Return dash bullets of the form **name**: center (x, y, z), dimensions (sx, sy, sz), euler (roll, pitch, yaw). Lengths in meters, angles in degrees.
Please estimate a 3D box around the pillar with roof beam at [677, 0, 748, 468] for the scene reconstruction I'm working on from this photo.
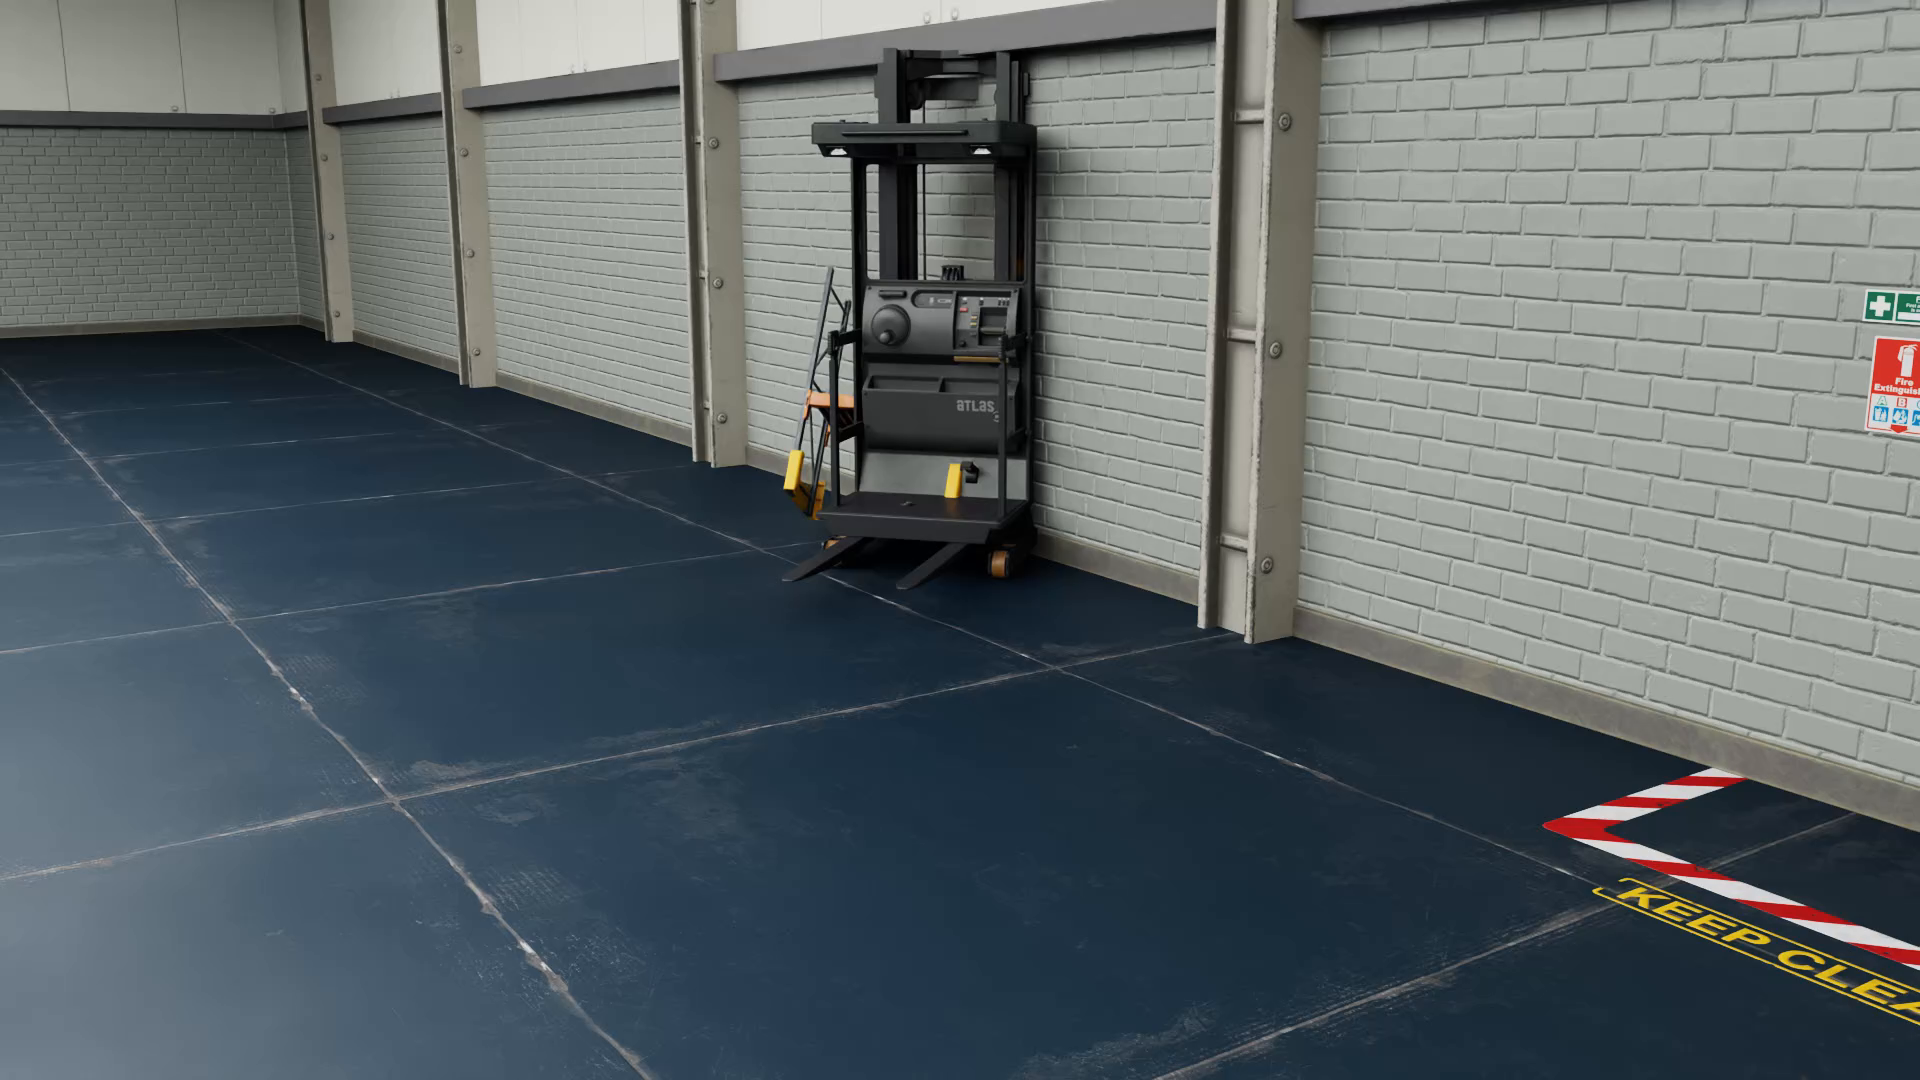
- **pillar with roof beam**: center (-5.478, -4.503, 9.888), dimensions (9.100, 9.000, 0.400), euler (-8, 15, -33)

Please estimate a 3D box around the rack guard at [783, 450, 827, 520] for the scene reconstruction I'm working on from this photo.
- **rack guard**: center (-0.960, -0.338, 10.335), dimensions (0.087, 0.250, 0.587), euler (5, -16, 12)

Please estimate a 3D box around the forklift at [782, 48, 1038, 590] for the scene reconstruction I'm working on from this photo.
- **forklift**: center (-0.169, -1.304, 9.462), dimensions (1.130, 2.935, 3.031), euler (3, 13, 15)

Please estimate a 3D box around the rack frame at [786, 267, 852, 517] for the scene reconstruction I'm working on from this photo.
- **rack frame**: center (-0.885, -0.934, 10.509), dimensions (0.032, 1.500, 0.500), euler (5, -16, 12)

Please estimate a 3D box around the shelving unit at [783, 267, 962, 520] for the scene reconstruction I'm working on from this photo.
- **shelving unit**: center (-0.382, -0.887, 10.398), dimensions (1.083, 1.500, 0.587), euler (5, -16, 12)

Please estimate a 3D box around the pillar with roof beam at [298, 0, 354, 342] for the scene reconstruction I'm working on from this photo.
- **pillar with roof beam**: center (-12.127, -6.637, 19.647), dimensions (9.100, 9.000, 0.400), euler (-8, 15, -33)

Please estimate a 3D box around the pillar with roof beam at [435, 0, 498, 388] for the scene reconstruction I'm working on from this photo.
- **pillar with roof beam**: center (-8.802, -5.570, 14.767), dimensions (9.100, 9.000, 0.400), euler (-8, 15, -33)

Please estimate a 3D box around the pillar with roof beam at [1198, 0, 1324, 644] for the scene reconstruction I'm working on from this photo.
- **pillar with roof beam**: center (-2.154, -3.436, 5.008), dimensions (9.100, 9.000, 0.400), euler (-8, 15, -33)

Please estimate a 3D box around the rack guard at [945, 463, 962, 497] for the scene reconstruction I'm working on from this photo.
- **rack guard**: center (0.009, -0.247, 10.121), dimensions (0.087, 0.250, 0.587), euler (5, -16, 12)

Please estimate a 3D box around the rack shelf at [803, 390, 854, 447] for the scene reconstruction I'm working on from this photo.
- **rack shelf**: center (-0.418, -0.716, 10.351), dimensions (1.000, 0.185, 0.538), euler (5, -16, 12)

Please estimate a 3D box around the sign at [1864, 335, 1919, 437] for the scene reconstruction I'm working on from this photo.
- **sign**: center (3.196, -0.519, 5.632), dimensions (0.001, 0.329, 0.234), euler (-8, 15, -33)

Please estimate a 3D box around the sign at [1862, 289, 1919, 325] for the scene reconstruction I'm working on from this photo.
- **sign**: center (3.192, -0.776, 5.567), dimensions (0.001, 0.109, 0.331), euler (-8, 15, -33)
